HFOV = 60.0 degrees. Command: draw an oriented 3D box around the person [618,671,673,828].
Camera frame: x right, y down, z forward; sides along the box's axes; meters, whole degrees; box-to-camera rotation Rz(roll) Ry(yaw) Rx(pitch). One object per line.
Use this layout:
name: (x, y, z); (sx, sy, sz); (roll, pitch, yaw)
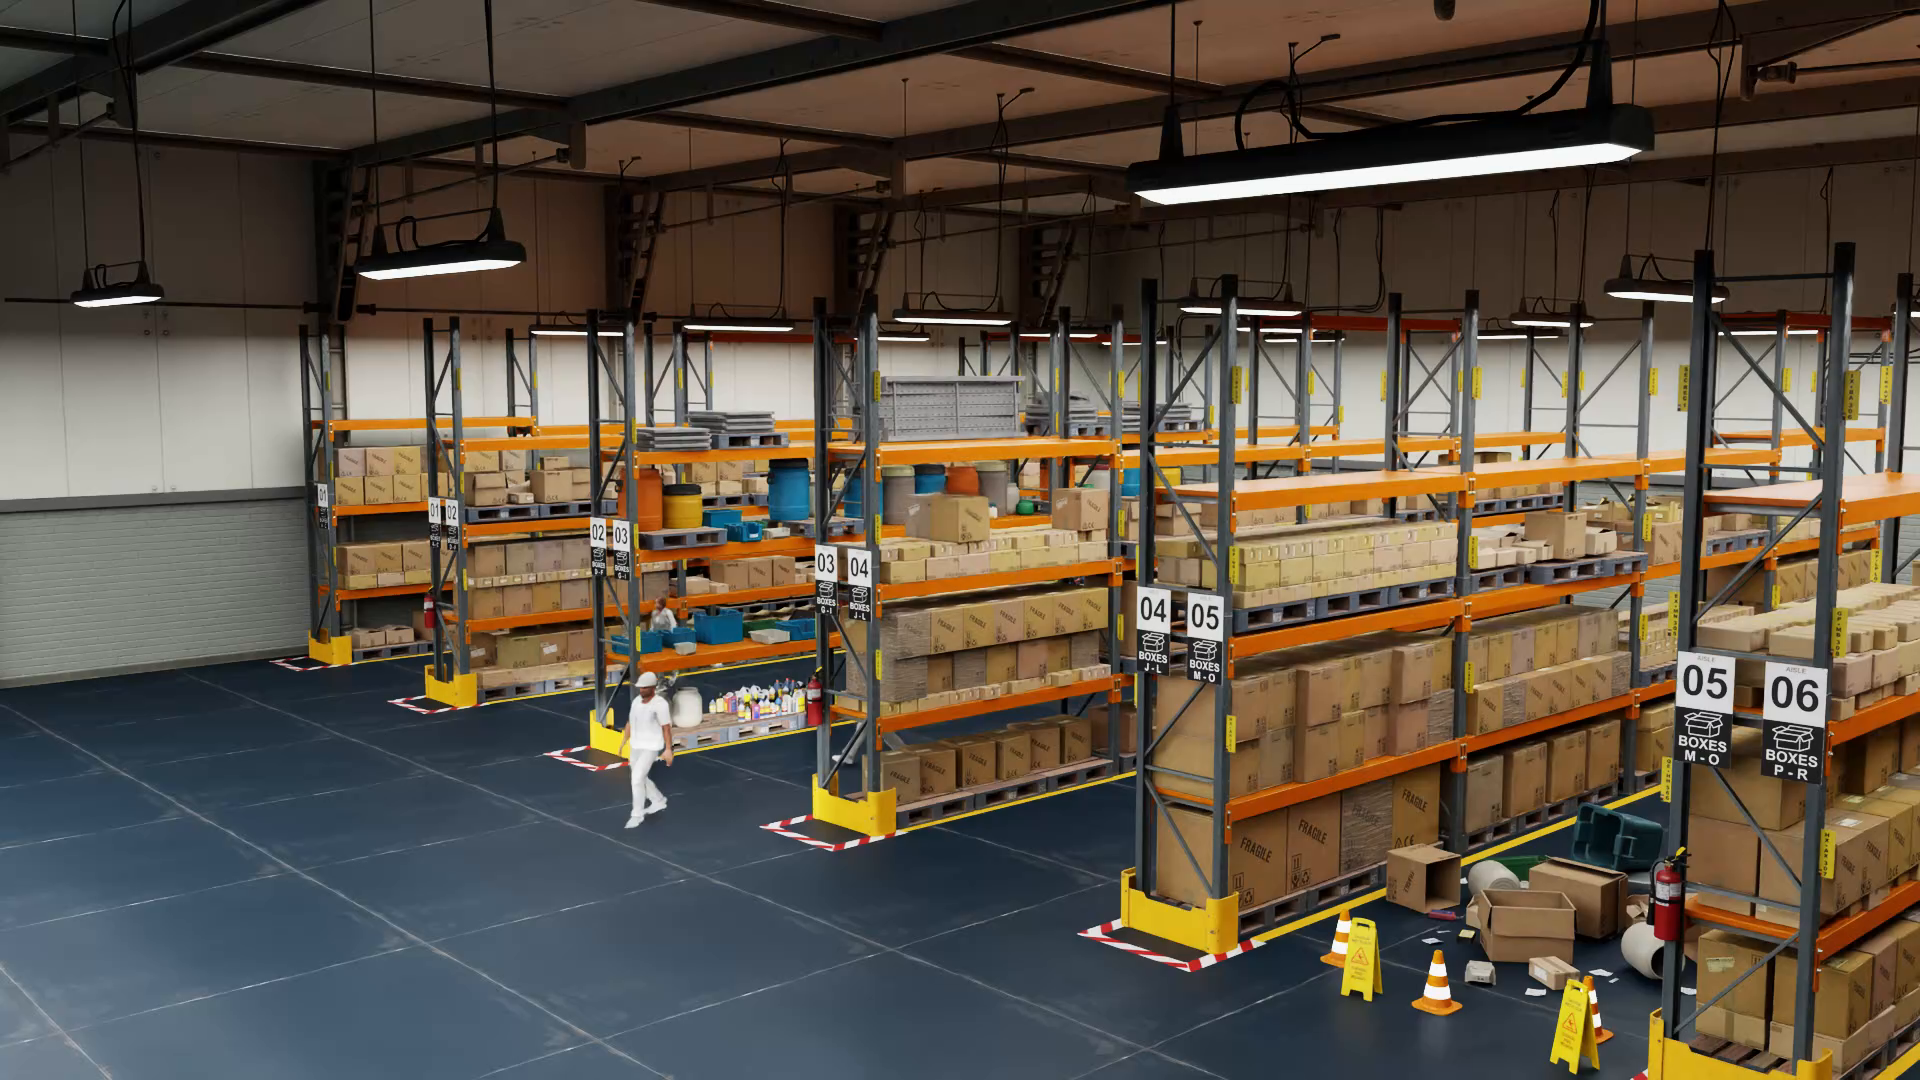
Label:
person: (-3.604, 2.393, 19.094); (0.656, 1.786, 0.668); (5, 7, 39)

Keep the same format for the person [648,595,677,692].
person: (-4.794, 1.672, 26.965); (0.501, 1.581, 0.513); (4, 7, 36)

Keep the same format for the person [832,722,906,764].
person: (-1.186, 2.142, 21.994); (1.123, 1.586, 0.435); (-3, 7, -28)
